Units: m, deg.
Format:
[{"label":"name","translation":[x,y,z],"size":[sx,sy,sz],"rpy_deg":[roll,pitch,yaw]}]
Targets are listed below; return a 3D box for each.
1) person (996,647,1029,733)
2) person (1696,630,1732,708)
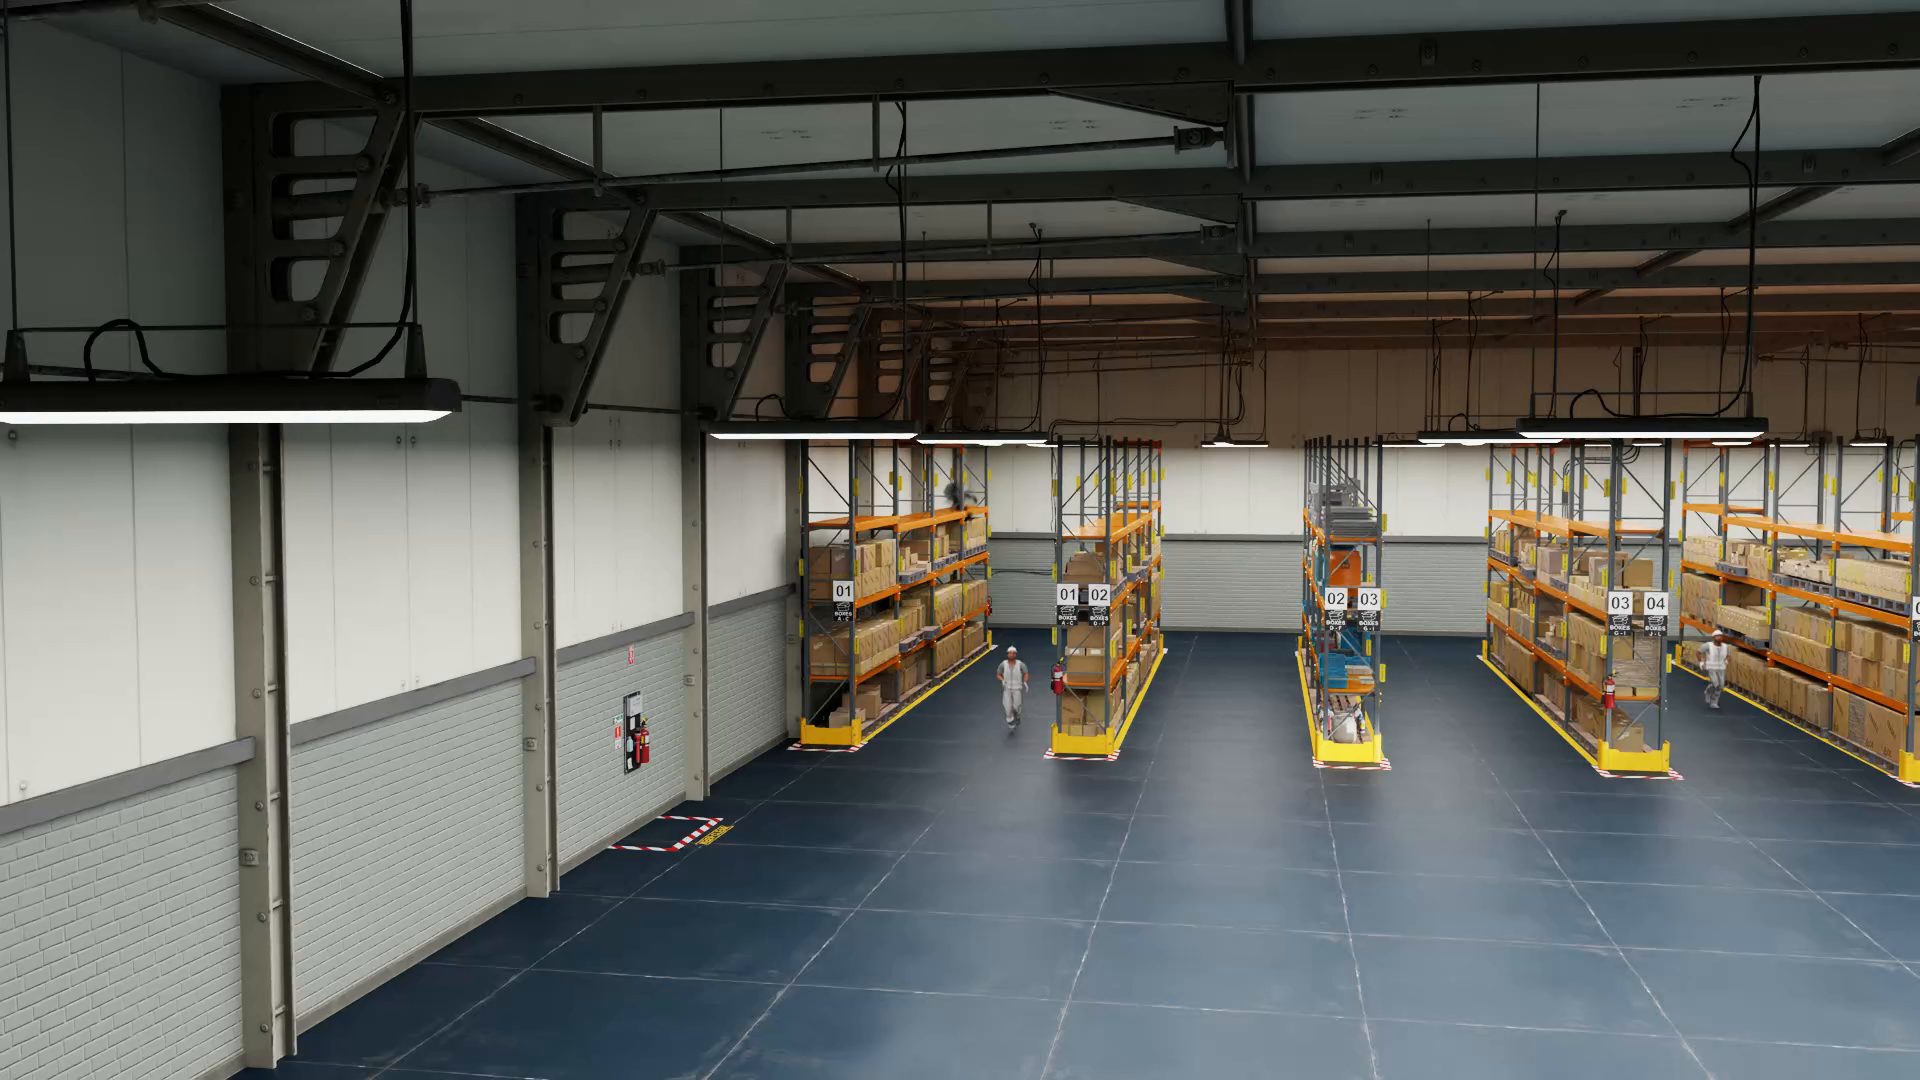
[{"label":"person","translation":[1.055,3.034,33.661],"size":[0.655,1.742,0.593],"rpy_deg":[0,3,6]},{"label":"person","translation":[16.717,2.867,36.736],"size":[0.692,1.746,0.595],"rpy_deg":[0,3,-1]}]
